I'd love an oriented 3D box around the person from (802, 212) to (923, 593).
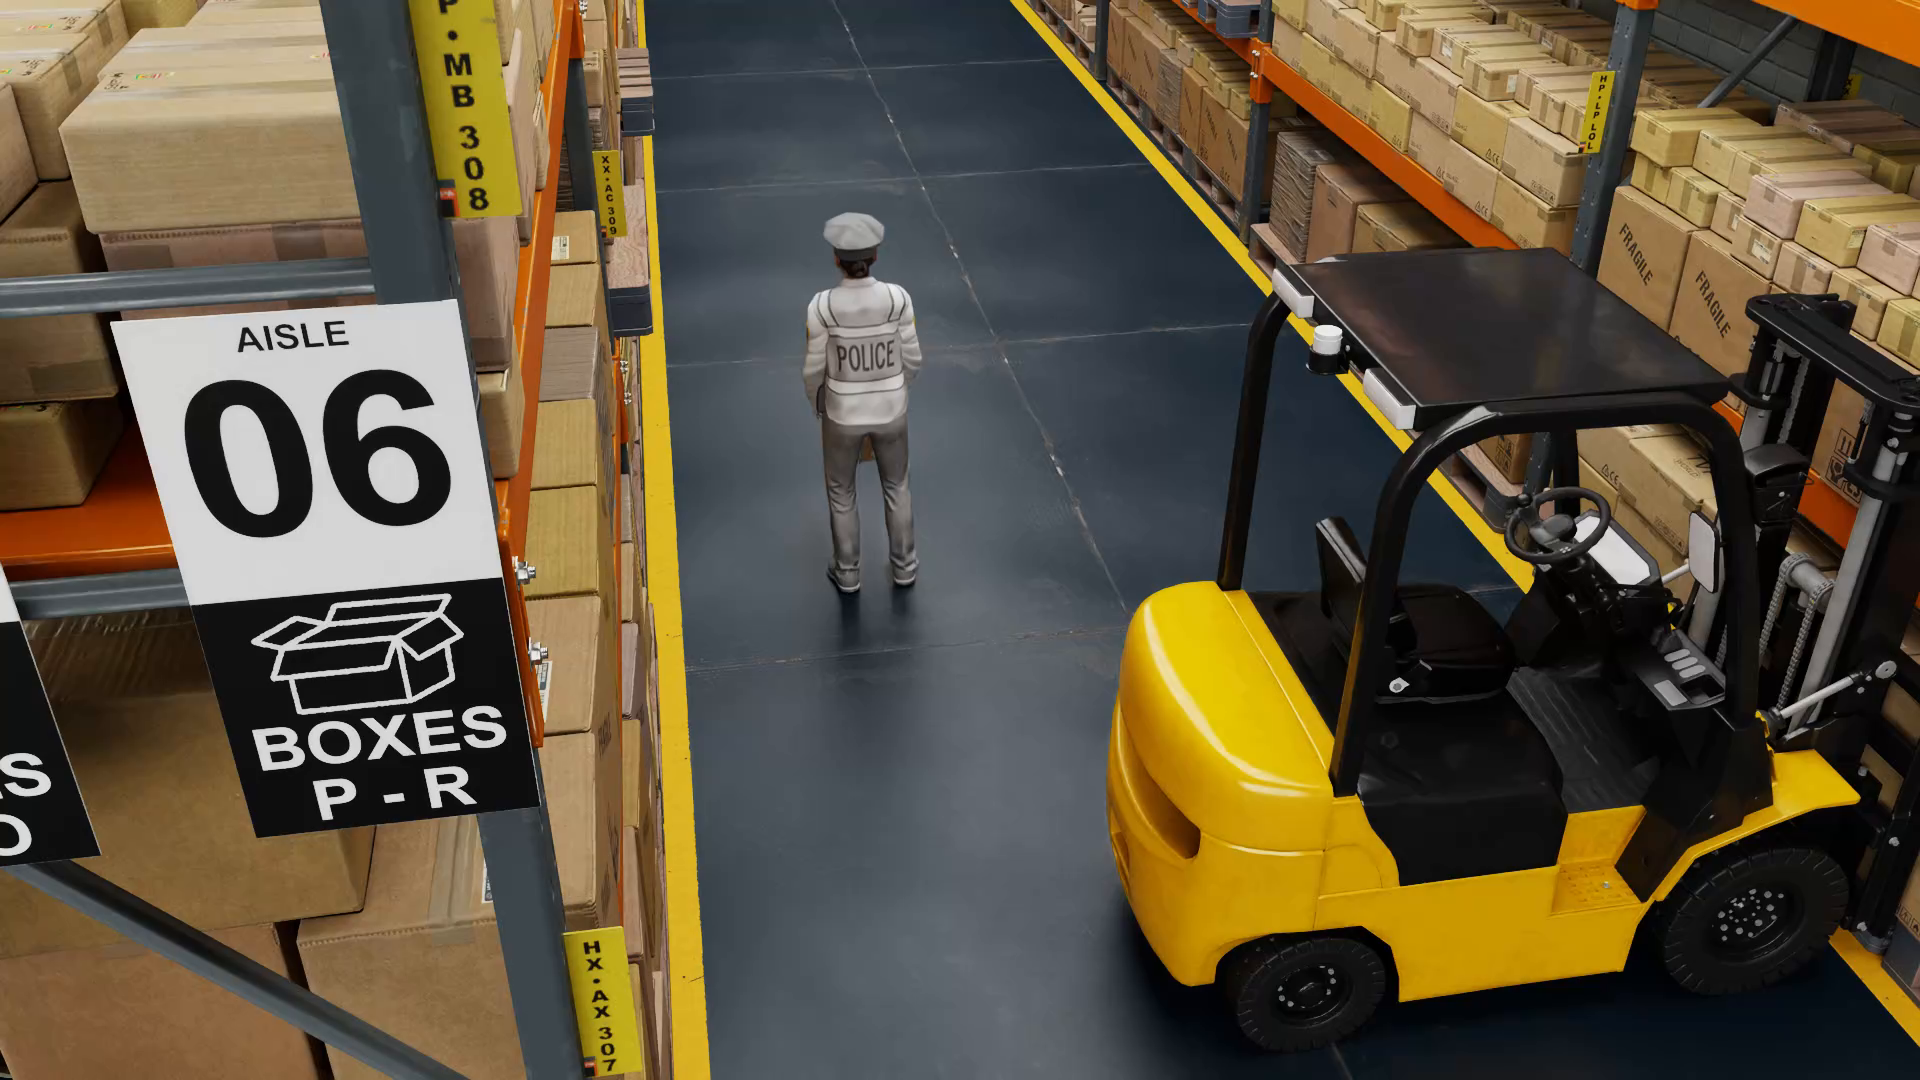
[{"bbox_3d":[-0.411,-0.547,7.029,0.504,1.678,0.372,-6,31,-11],"label":"person"}]
